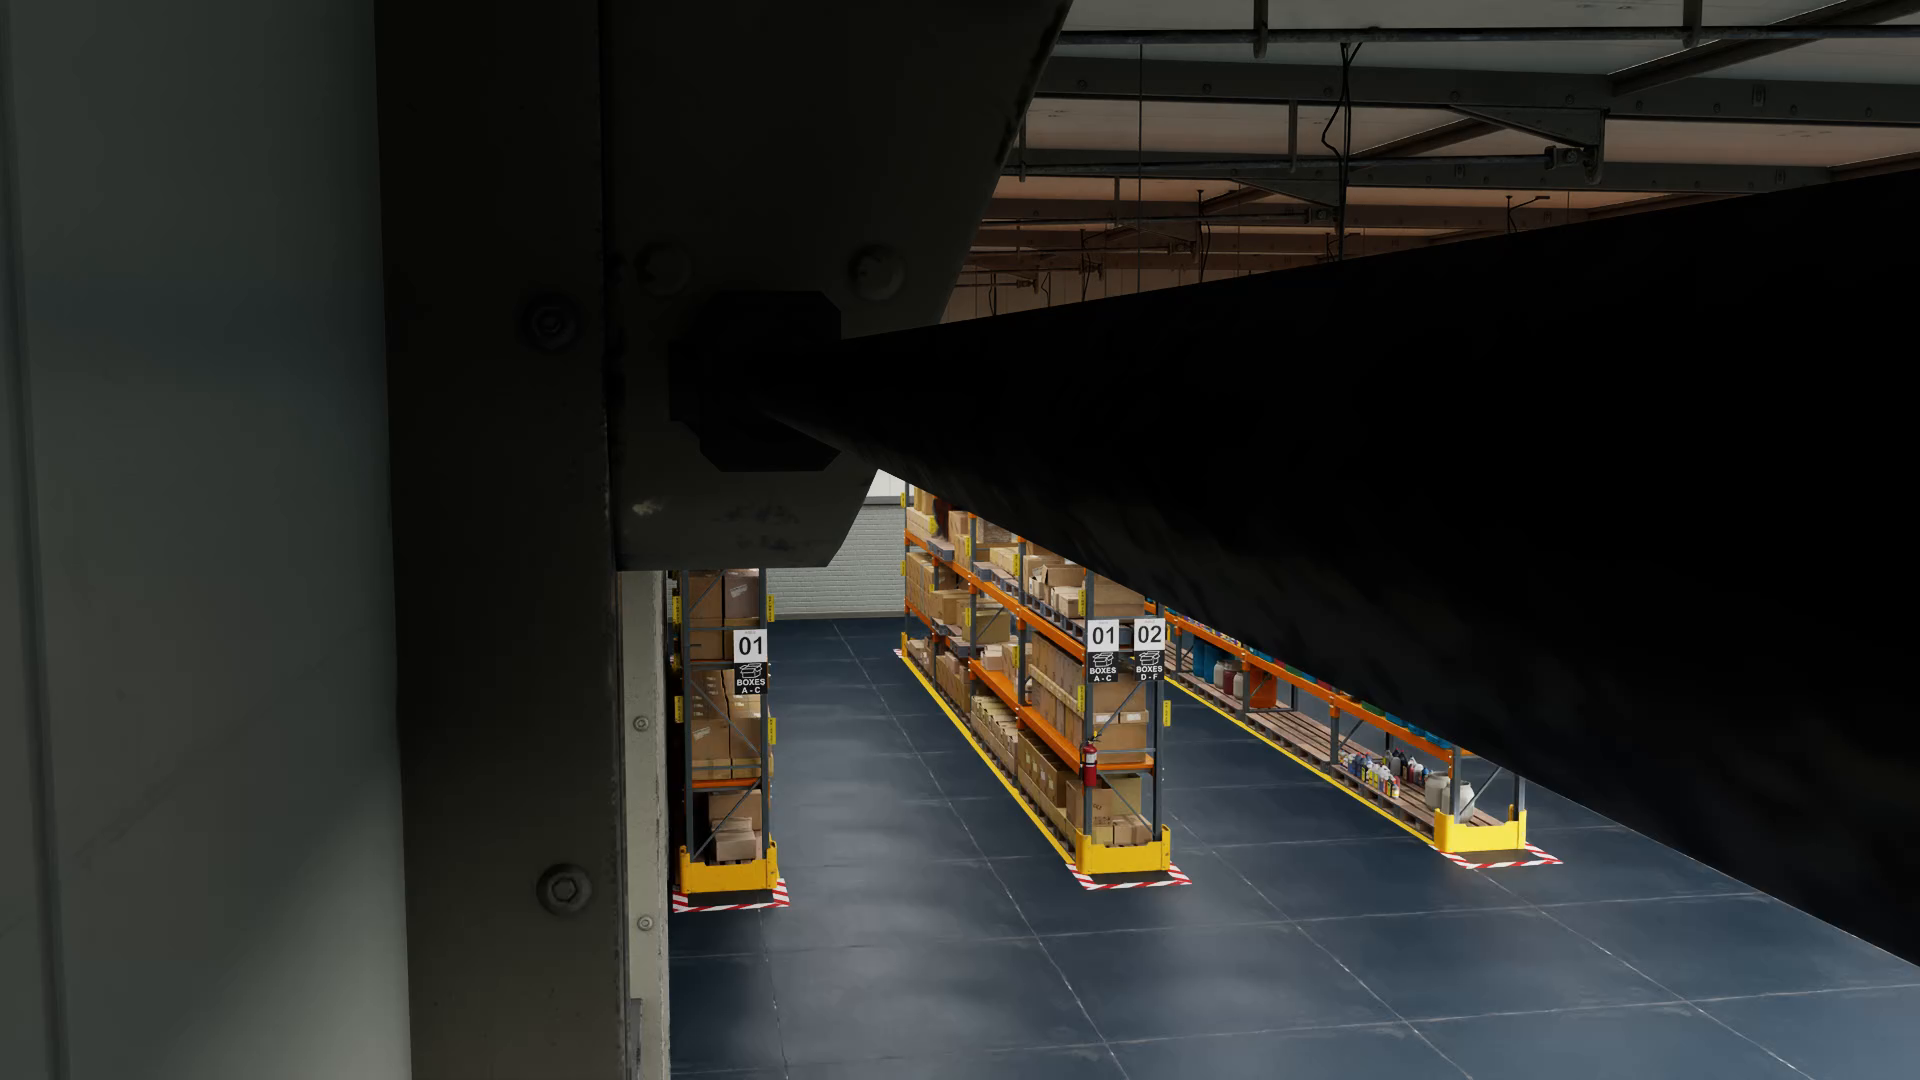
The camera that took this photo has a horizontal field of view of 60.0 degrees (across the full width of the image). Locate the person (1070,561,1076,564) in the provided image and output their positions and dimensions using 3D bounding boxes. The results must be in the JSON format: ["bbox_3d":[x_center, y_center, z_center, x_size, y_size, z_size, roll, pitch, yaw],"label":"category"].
[{"bbox_3d":[2.538,1.327,39.884,0.954,1.764,0.646,1,6,5],"label":"person"}]
